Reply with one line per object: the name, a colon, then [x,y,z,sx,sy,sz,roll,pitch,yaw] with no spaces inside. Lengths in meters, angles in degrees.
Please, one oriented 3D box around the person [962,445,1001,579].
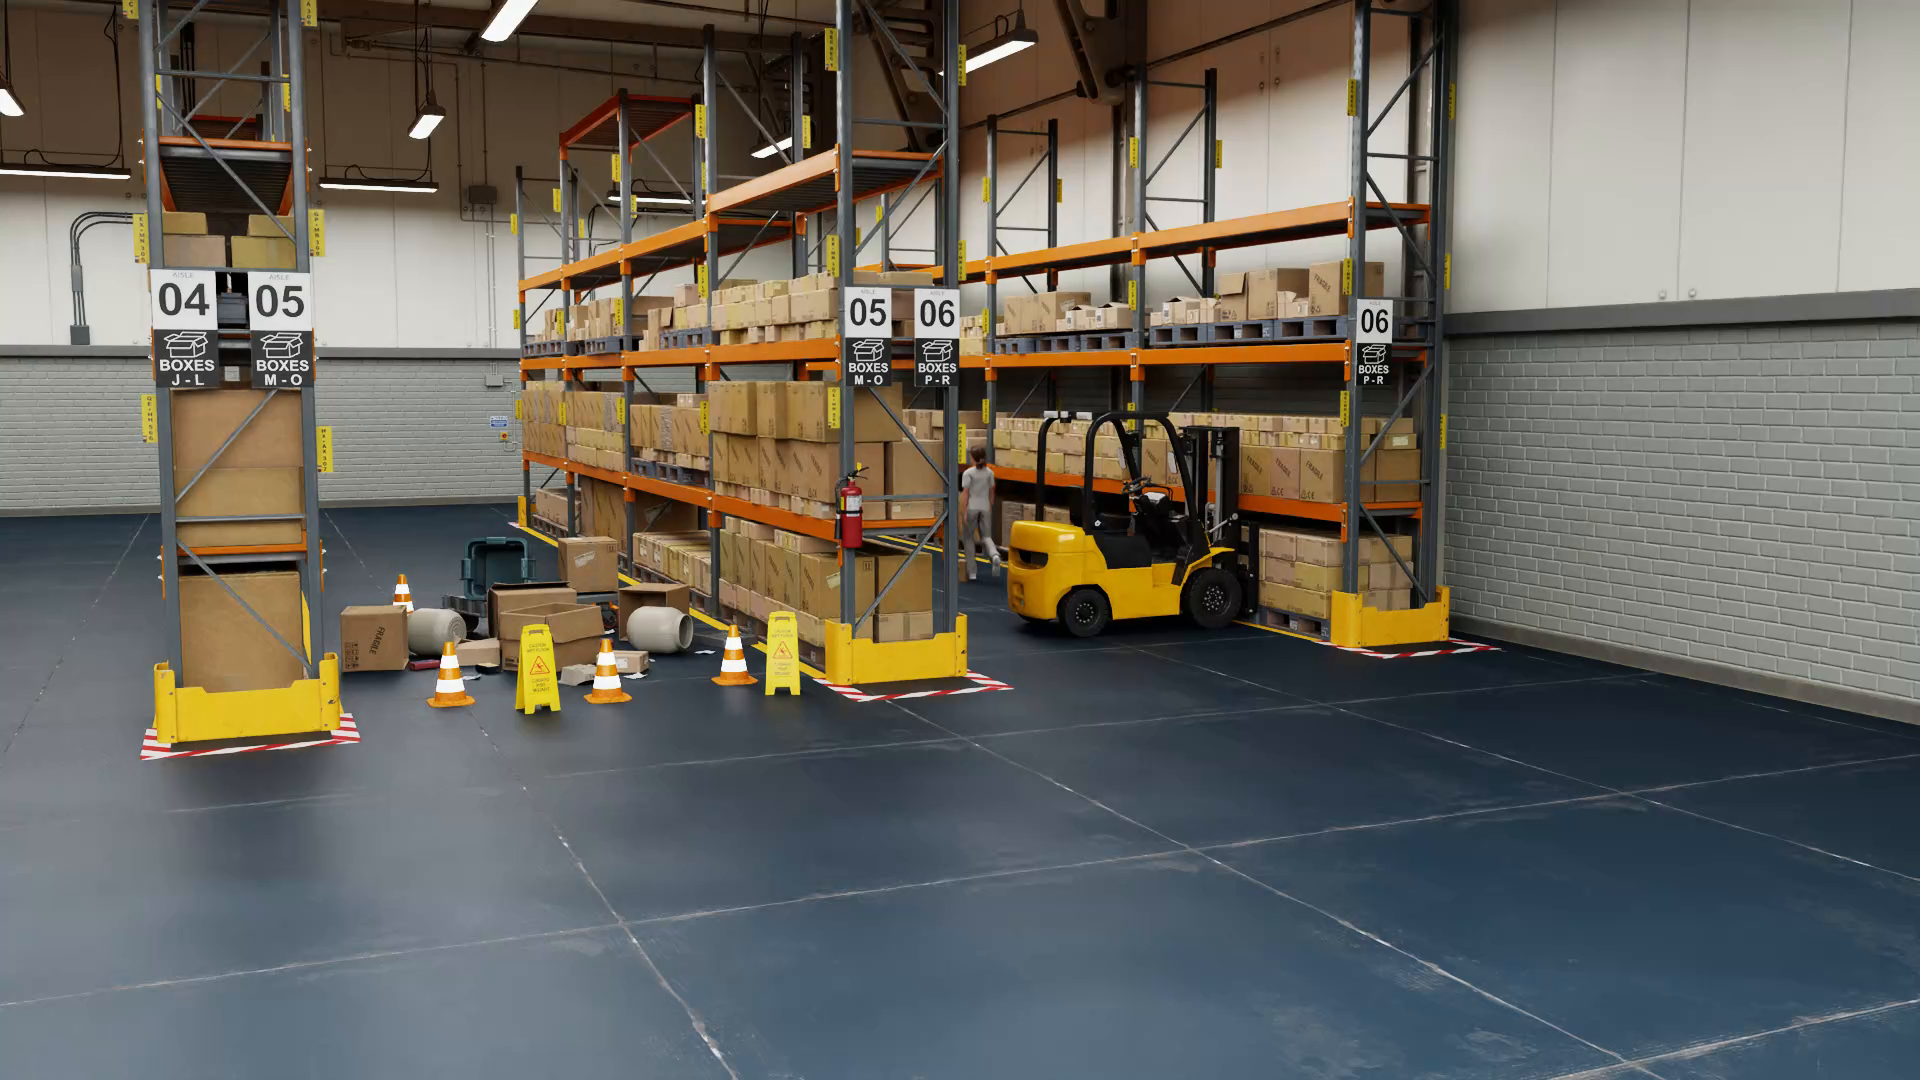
person: [0.226,-0.333,20.296,0.445,1.649,0.743,-2,6,-22]
